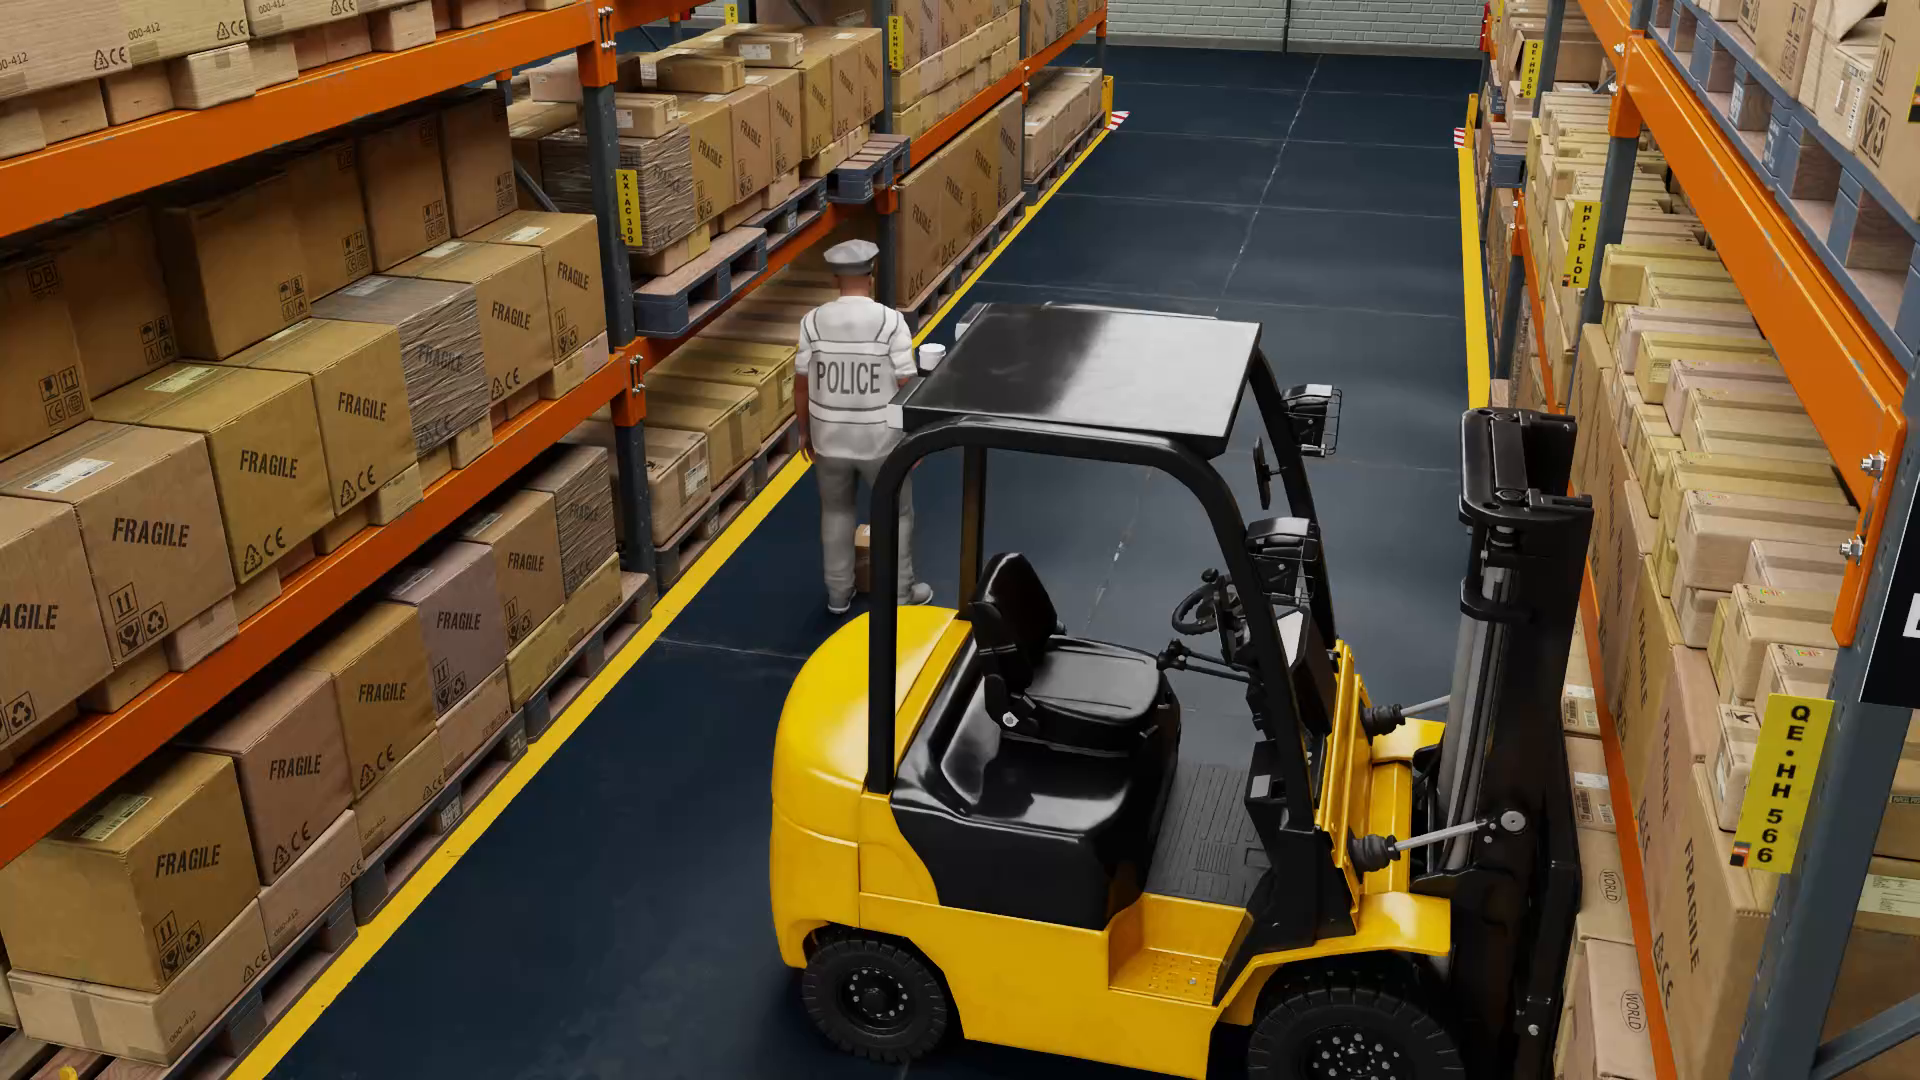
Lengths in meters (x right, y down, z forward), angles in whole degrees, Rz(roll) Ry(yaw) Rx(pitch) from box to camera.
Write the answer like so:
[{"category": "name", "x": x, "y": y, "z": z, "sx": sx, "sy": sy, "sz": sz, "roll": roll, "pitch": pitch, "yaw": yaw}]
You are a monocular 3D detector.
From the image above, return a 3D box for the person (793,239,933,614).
[{"category": "person", "x": -0.453, "y": -0.467, "z": 7.594, "sx": 0.602, "sy": 1.747, "sz": 0.439, "roll": 4, "pitch": 26, "yaw": 9}]
